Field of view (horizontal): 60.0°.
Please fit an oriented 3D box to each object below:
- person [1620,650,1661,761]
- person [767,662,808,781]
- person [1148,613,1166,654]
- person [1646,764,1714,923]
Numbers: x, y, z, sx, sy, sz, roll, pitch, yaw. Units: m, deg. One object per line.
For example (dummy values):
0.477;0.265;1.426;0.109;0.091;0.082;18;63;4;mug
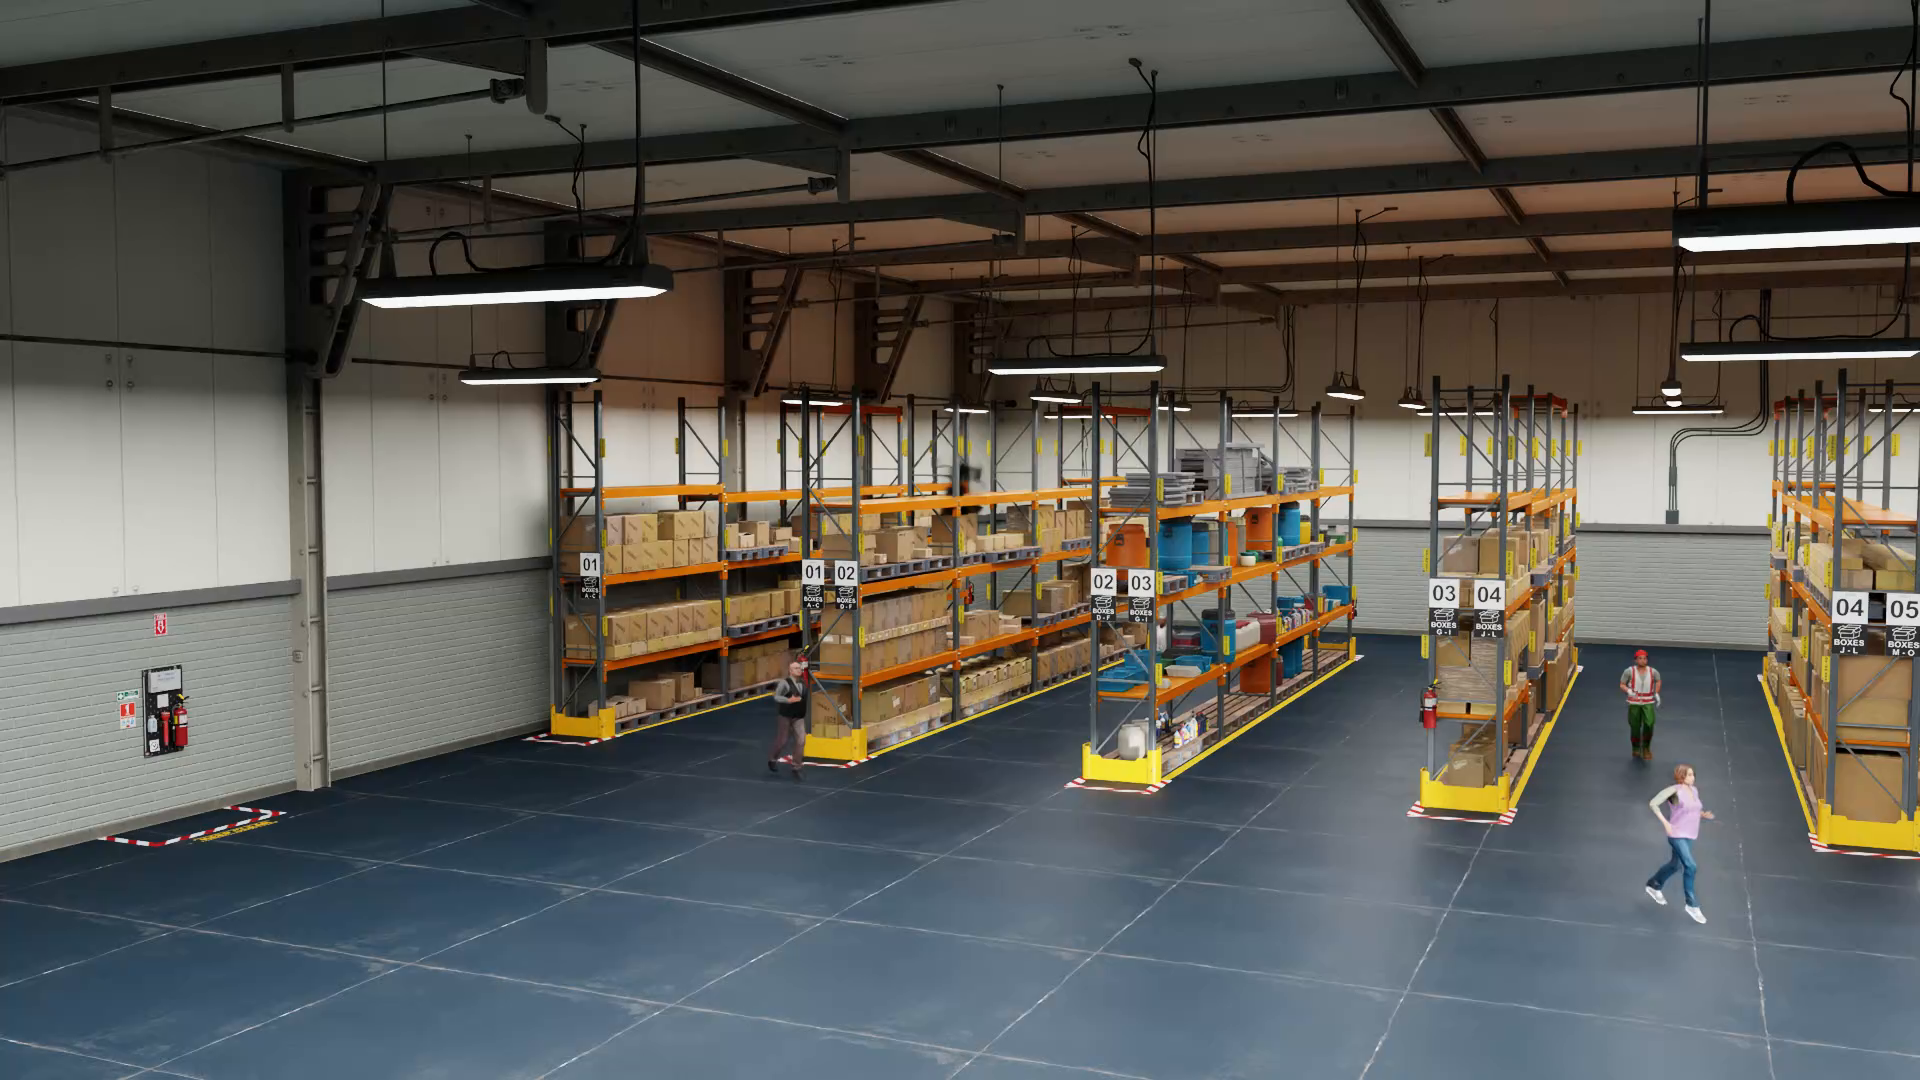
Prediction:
10.904;2.644;26.642;0.627;1.780;0.713;1;3;18;person
-2.564;2.741;25.366;0.664;1.763;0.840;-2;4;-36;person
4.089;2.311;33.865;0.574;1.644;0.557;1;3;16;person
7.712;3.210;17.845;0.528;1.640;0.768;-2;4;-35;person
